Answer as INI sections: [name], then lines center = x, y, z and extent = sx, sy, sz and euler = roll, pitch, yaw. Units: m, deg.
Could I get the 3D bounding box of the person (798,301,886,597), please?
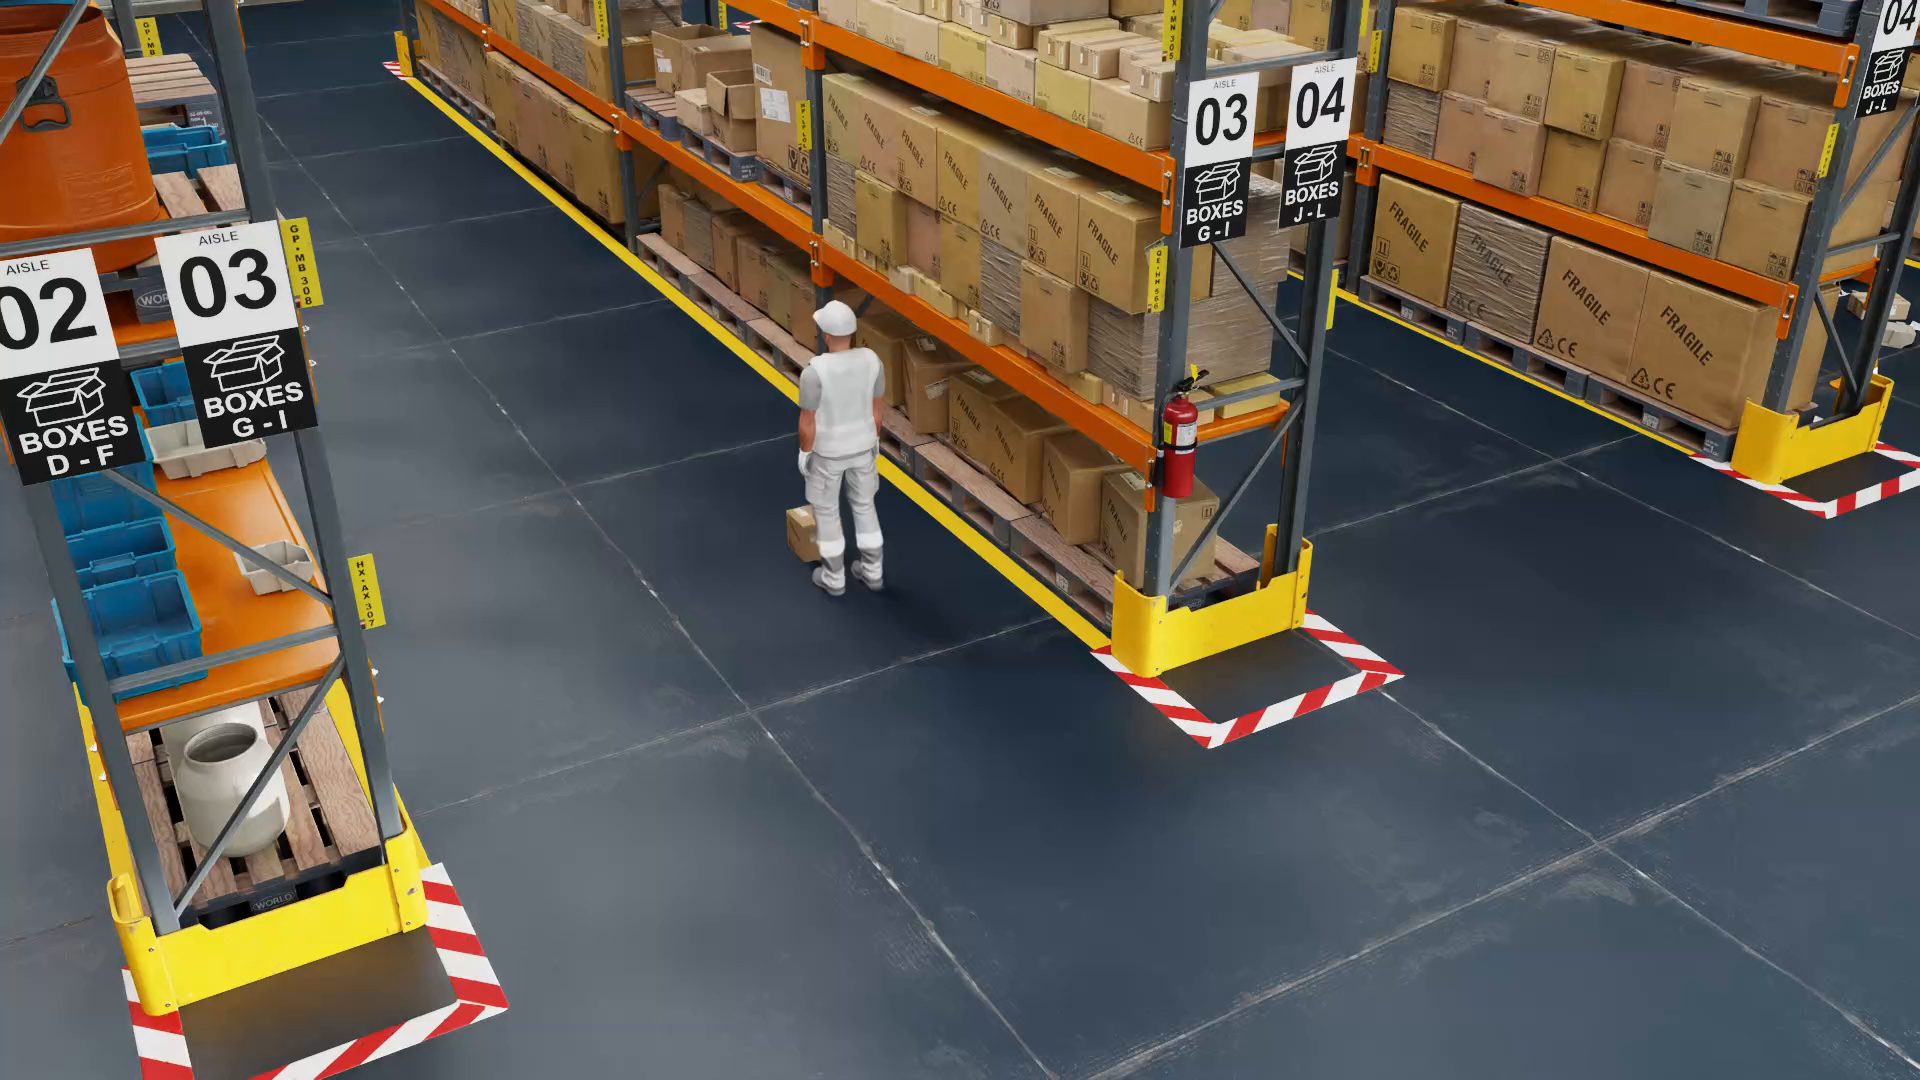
[person]
center = -0.682, -0.523, 9.498
extent = 0.523, 1.786, 0.346
euler = -15, 32, -25
